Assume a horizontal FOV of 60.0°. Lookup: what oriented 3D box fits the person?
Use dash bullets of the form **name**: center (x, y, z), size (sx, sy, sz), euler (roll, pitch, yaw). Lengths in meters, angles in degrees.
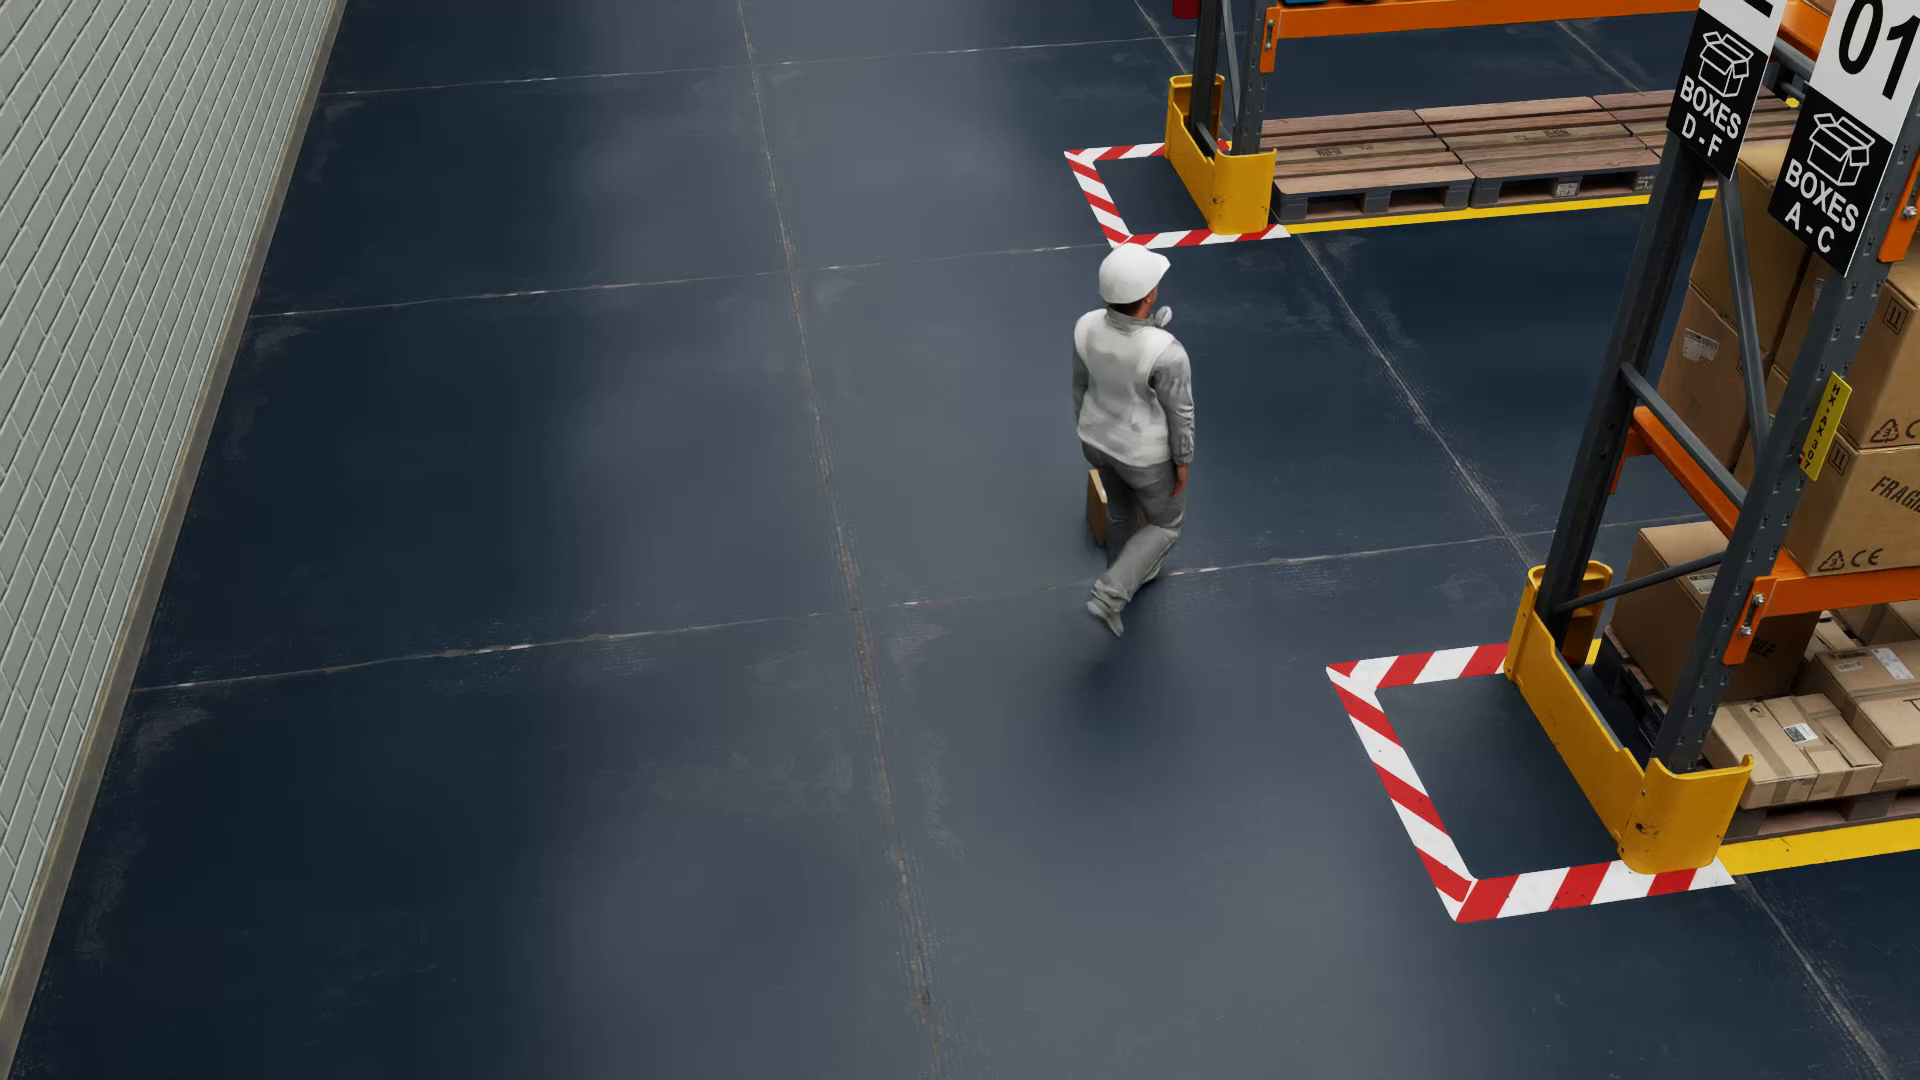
- **person**: center (0.687, -0.388, 6.619), size (0.544, 1.758, 0.733), euler (29, 47, 31)
